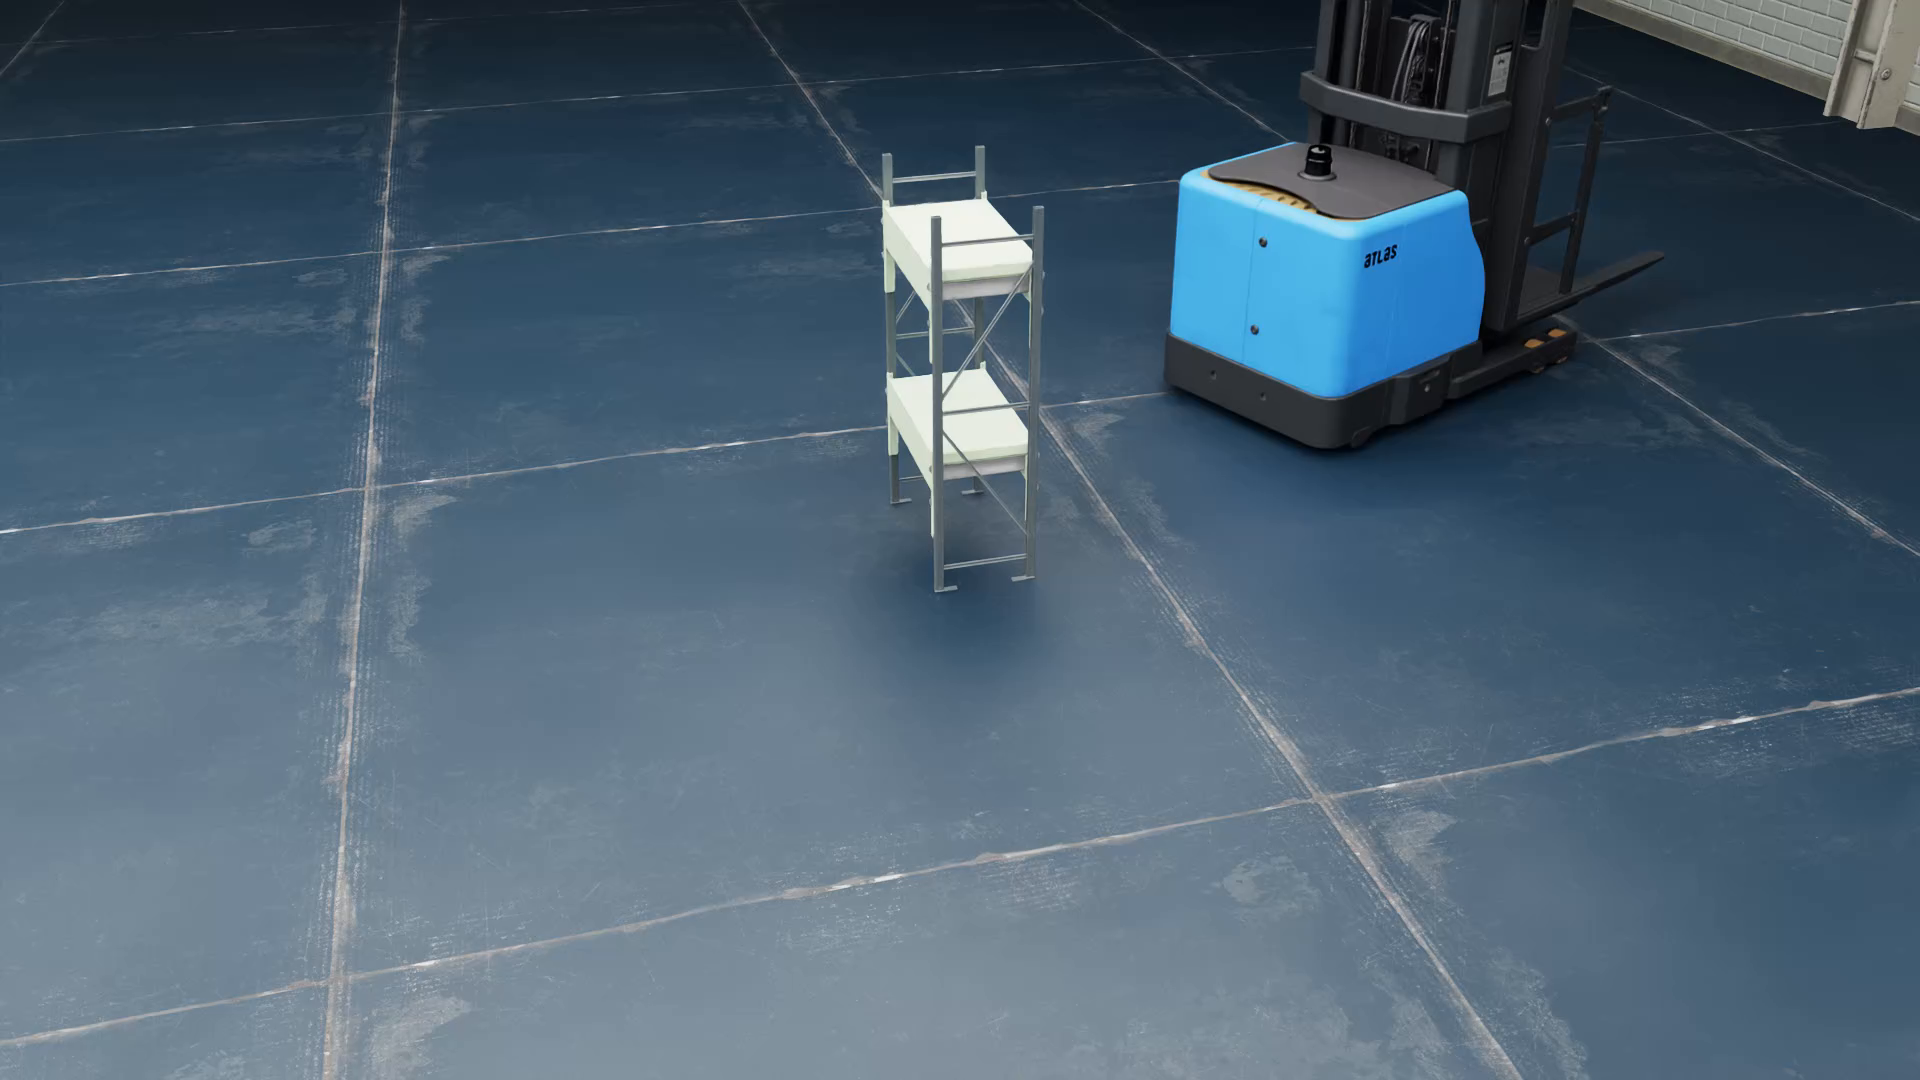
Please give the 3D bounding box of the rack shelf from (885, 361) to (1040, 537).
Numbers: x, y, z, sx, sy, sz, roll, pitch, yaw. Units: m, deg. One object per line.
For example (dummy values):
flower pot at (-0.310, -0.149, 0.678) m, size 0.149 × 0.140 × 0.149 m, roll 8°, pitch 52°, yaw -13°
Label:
rack shelf at (-0.002, -0.370, 6.543) m, size 0.431 × 0.370 × 0.720 m, roll -8°, pitch 31°, yaw -13°

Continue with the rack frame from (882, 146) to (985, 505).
rack frame at (-0.099, -0.829, 6.685) m, size 0.400 × 1.500 × 0.023 m, roll -8°, pitch 31°, yaw -13°

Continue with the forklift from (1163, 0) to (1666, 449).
forklift at (2.432, -2.269, 7.744) m, size 3.031 × 2.935 × 1.130 m, roll -22°, pitch 37°, yaw -33°

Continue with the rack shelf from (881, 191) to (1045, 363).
rack shelf at (-0.002, -0.990, 6.184) m, size 0.431 × 0.370 × 0.720 m, roll -8°, pitch 31°, yaw -13°

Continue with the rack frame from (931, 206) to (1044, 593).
rack frame at (0.095, -0.476, 6.074) m, size 0.400 × 1.500 × 0.023 m, roll -8°, pitch 31°, yaw -13°

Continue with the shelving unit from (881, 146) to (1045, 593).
shelving unit at (-0.002, -0.652, 6.380) m, size 0.431 × 1.500 × 0.755 m, roll -8°, pitch 31°, yaw -13°

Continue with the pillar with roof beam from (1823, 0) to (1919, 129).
pillar with roof beam at (2.328, -6.347, 8.732) m, size 9.100 × 9.000 × 0.400 m, roll -8°, pitch 31°, yaw -13°
